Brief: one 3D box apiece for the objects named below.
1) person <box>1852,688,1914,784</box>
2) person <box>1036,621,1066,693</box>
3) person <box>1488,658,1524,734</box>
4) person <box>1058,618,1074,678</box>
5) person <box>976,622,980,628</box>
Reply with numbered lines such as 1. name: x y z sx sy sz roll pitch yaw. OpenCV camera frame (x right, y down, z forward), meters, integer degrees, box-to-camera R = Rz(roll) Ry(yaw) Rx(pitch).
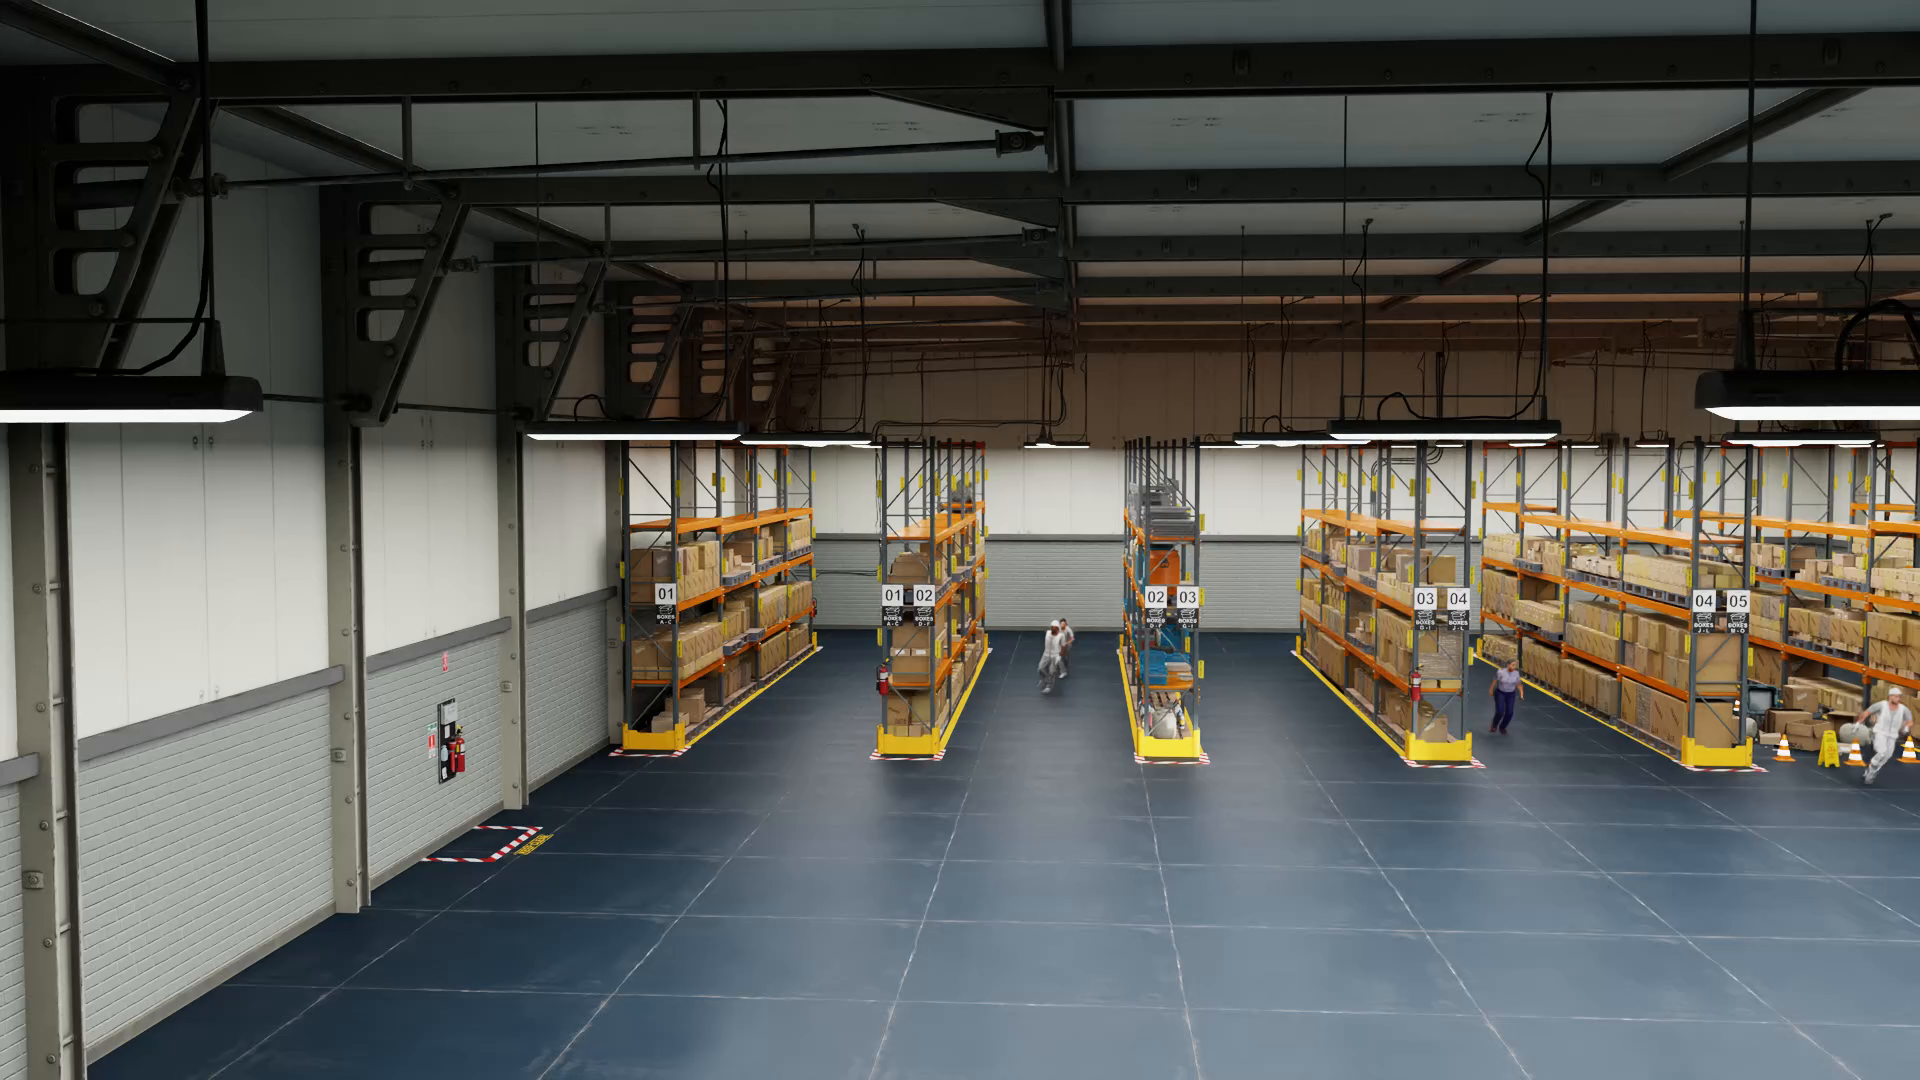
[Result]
1. person: 15.858 3.365 28.459 0.844 1.691 0.705 0 3 2
2. person: 2.122 2.754 39.149 0.781 1.741 0.523 1 3 26
3. person: 11.009 3.138 33.471 0.573 1.562 0.649 0 3 -5
4. person: 2.667 2.695 42.141 0.577 1.513 1.029 1 3 16
5. person: 0.387 2.282 48.513 0.871 1.674 0.659 1 3 10
